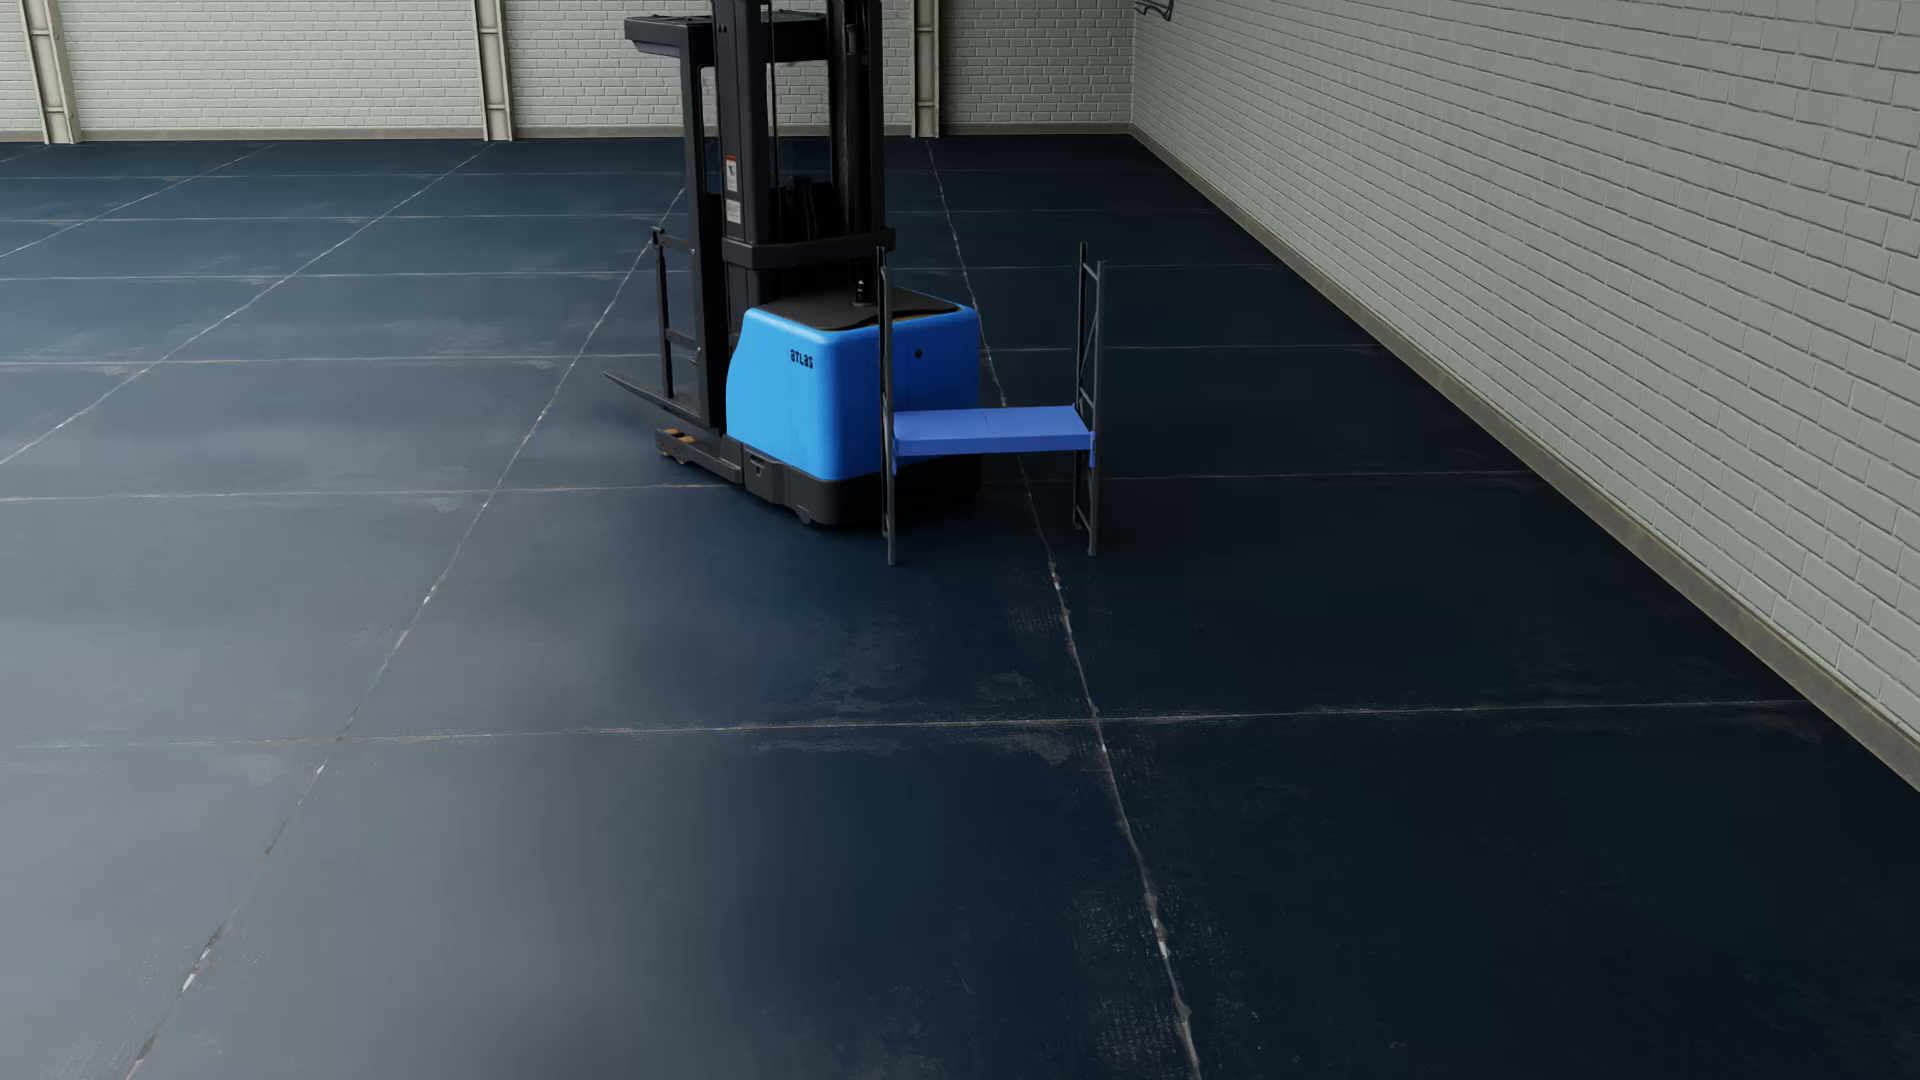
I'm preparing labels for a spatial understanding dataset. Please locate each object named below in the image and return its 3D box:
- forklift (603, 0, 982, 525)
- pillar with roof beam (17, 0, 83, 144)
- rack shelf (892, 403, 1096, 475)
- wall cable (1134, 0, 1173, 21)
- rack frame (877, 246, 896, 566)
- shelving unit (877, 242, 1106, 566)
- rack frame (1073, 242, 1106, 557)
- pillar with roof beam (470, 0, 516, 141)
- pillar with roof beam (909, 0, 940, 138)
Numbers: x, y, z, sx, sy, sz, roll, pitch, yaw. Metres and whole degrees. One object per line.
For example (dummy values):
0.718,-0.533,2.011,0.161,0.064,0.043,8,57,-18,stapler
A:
-1.165,-1.906,9.509,1.130,2.935,3.031,-15,25,-34,forklift
-12.234,-8.215,17.551,0.400,9.000,9.100,-1,21,-3,pillar with roof beam
0.141,-0.514,8.369,1.000,0.185,0.538,-2,21,-6,rack shelf
2.517,-8.127,21.684,0.112,2.526,3.097,-1,21,-3,wall cable
-0.364,-0.661,8.250,0.032,1.500,0.500,-2,21,-6,rack frame
0.141,-0.682,8.305,1.048,1.500,0.538,-2,21,-6,shelving unit
0.646,-0.703,8.359,0.032,1.500,0.500,-2,21,-6,rack frame
-6.244,-8.337,17.871,0.400,9.000,9.100,-1,21,-3,pillar with roof beam
-0.254,-8.459,18.191,0.400,9.000,9.100,-1,21,-3,pillar with roof beam
